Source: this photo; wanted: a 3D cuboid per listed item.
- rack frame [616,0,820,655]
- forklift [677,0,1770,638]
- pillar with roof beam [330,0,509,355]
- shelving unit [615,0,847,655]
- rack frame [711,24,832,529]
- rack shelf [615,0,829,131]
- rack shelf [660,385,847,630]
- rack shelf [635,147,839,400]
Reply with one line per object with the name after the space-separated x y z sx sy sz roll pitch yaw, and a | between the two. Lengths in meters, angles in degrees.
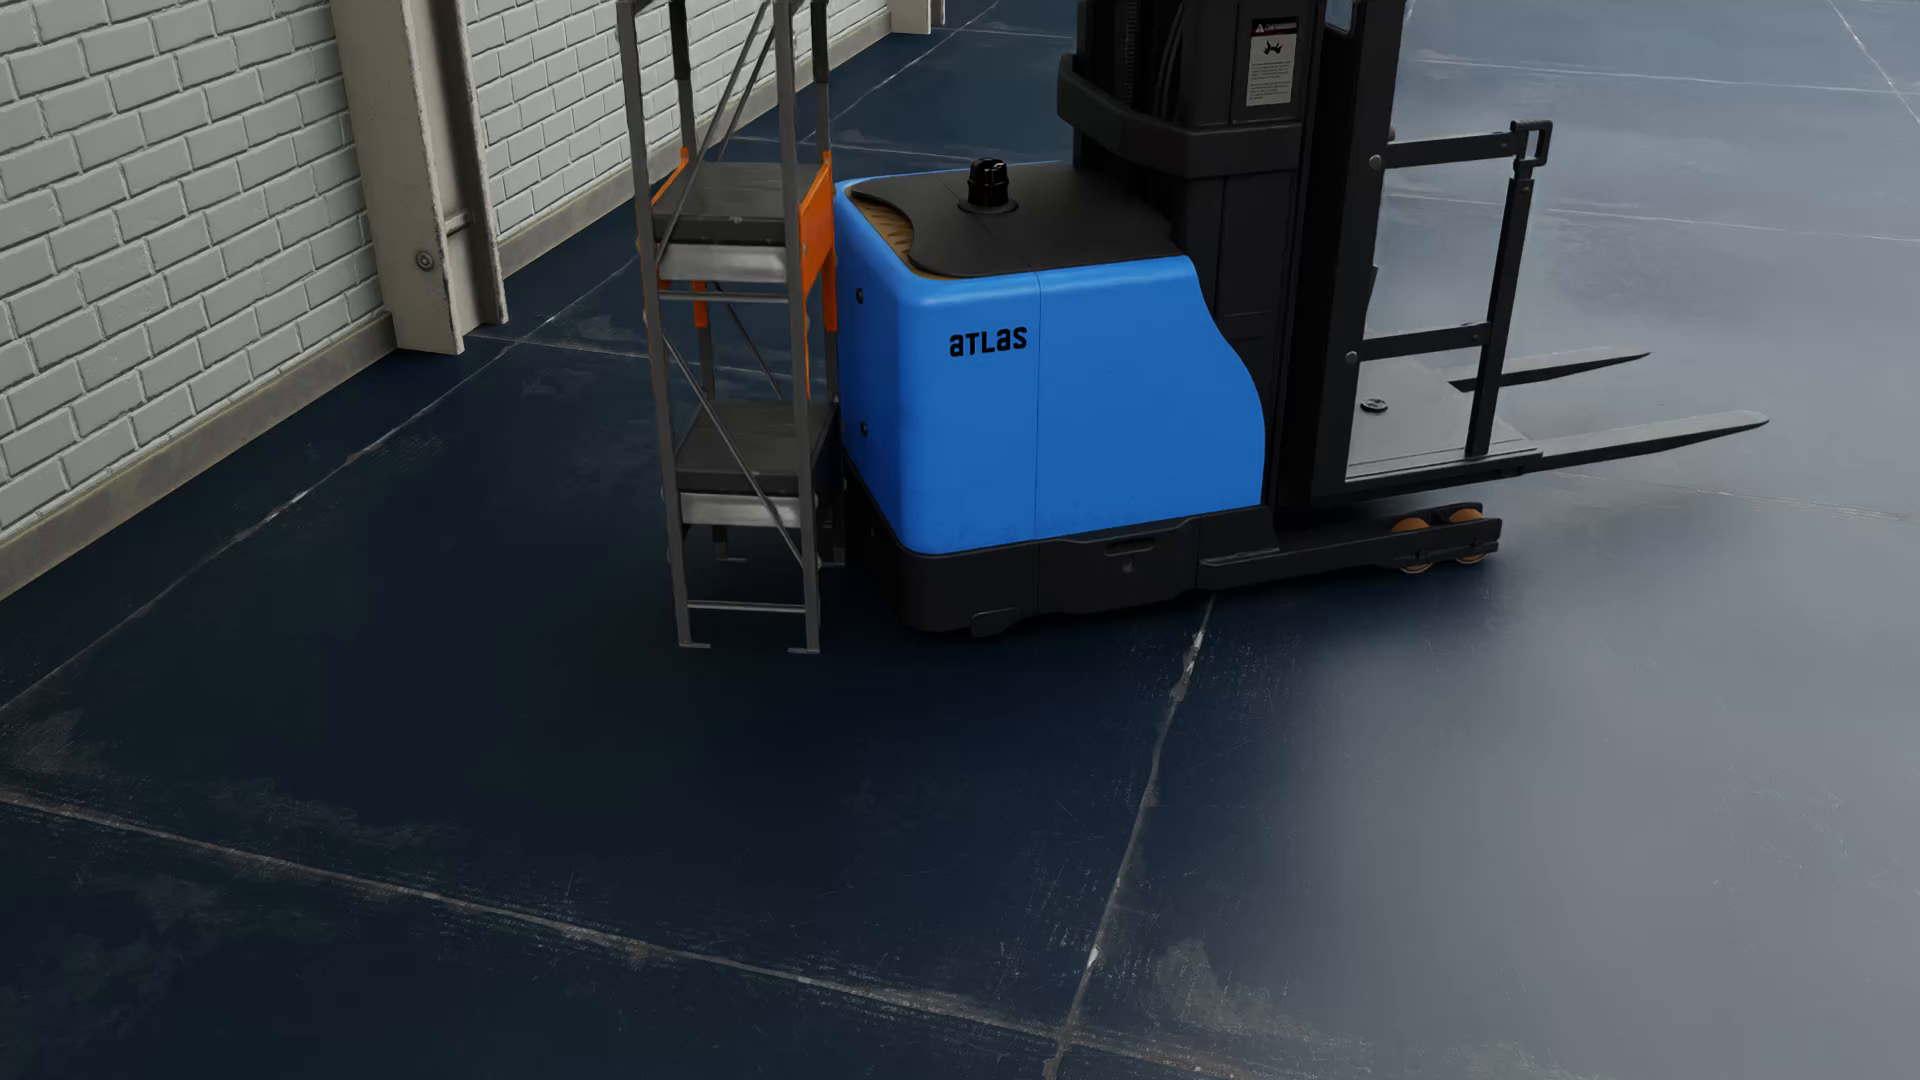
-0.593 -0.606 4.180 0.400 2.100 0.015 3 29 5 | rack frame
0.945 -1.383 4.722 3.444 2.935 1.130 -9 30 -15 | forklift
2.043 -4.162 3.474 9.100 9.000 0.400 8 30 15 | pillar with roof beam
-0.572 -0.723 4.390 0.431 2.100 0.499 3 29 5 | shelving unit
-0.551 -0.843 4.605 0.380 1.831 0.006 3 29 5 | rack frame
-0.572 -1.324 4.059 0.431 0.518 0.480 3 29 5 | rack shelf
-0.572 -0.101 4.739 0.431 0.518 0.480 3 29 5 | rack shelf
-0.572 -0.712 4.399 0.431 0.518 0.480 3 29 5 | rack shelf
